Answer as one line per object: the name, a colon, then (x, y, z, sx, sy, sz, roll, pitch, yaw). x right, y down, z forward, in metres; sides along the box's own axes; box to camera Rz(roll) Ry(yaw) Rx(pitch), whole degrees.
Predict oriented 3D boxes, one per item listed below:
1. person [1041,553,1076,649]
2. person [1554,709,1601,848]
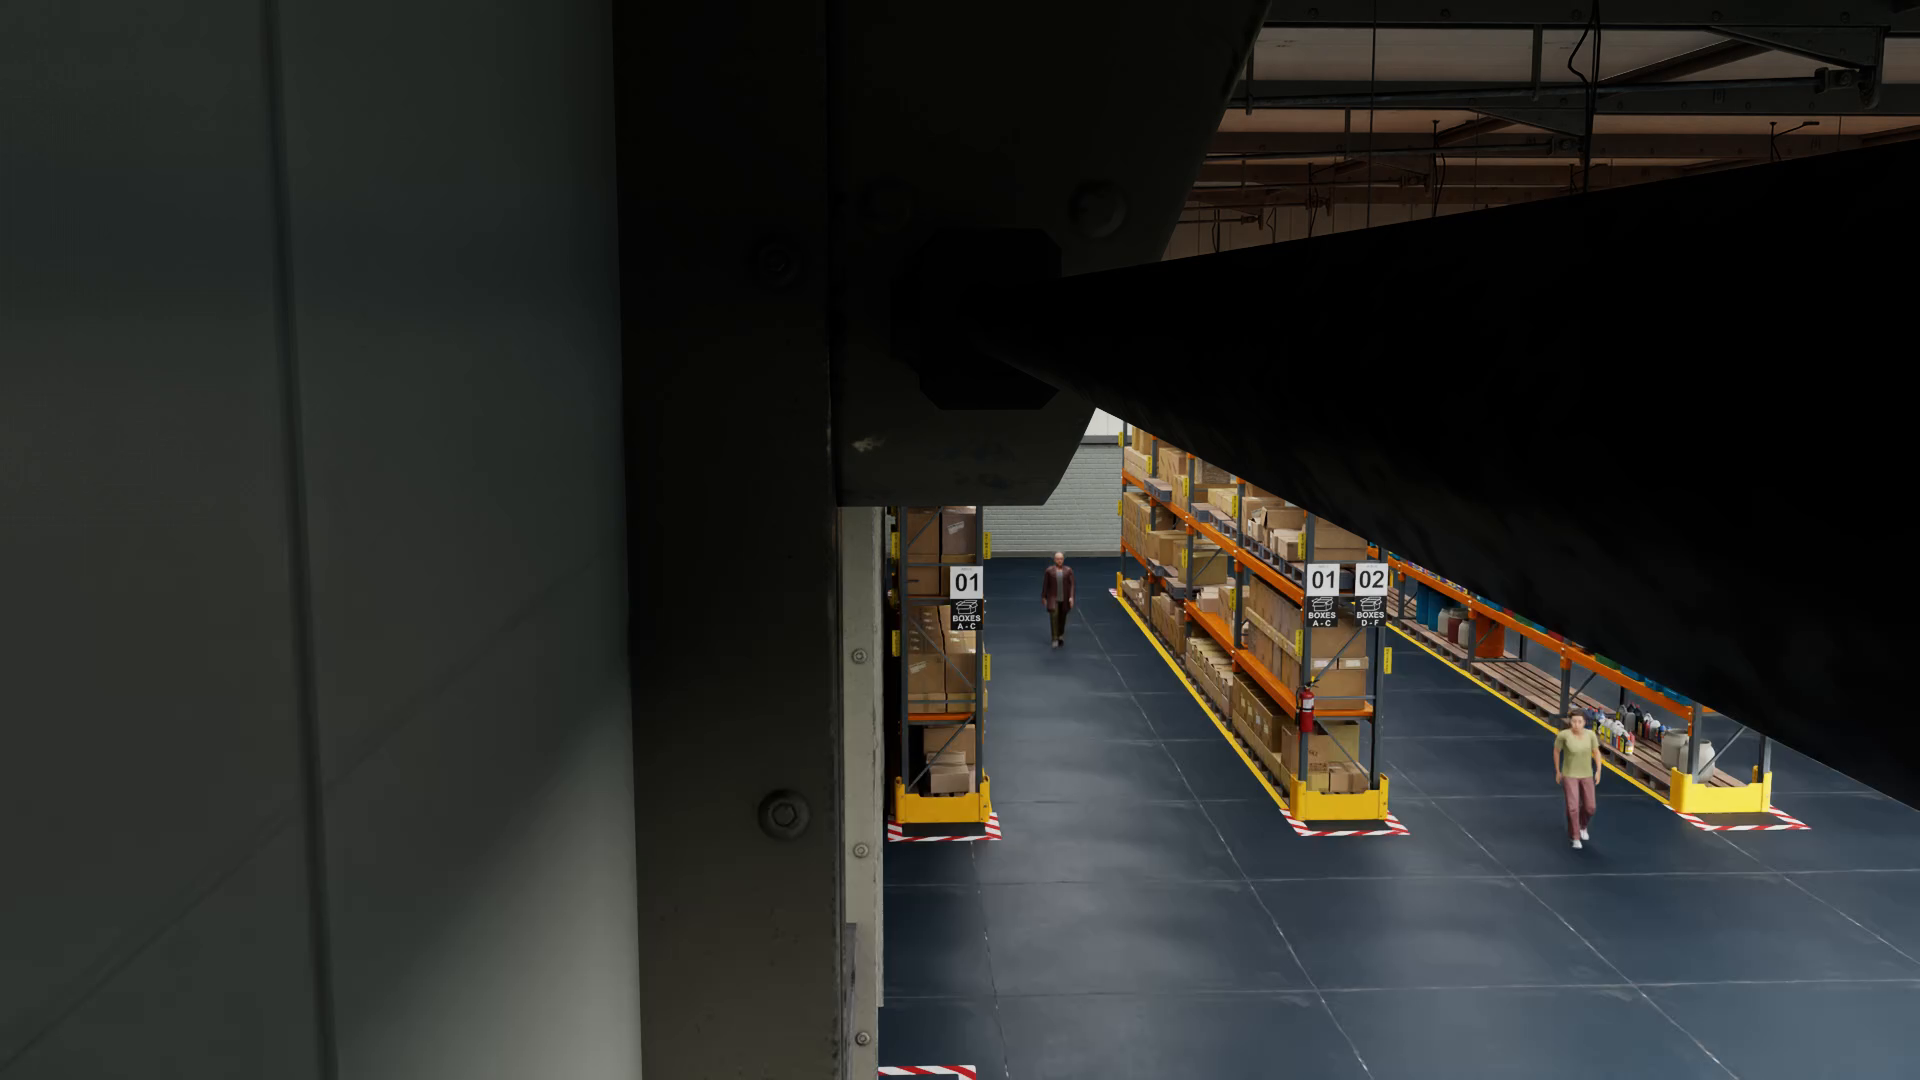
person: (1.864, 1.099, 31.003, 0.609, 1.717, 1.115, -1, 8, -8)
person: (7.269, 2.773, 19.633, 0.524, 1.654, 0.523, 1, 8, 6)
